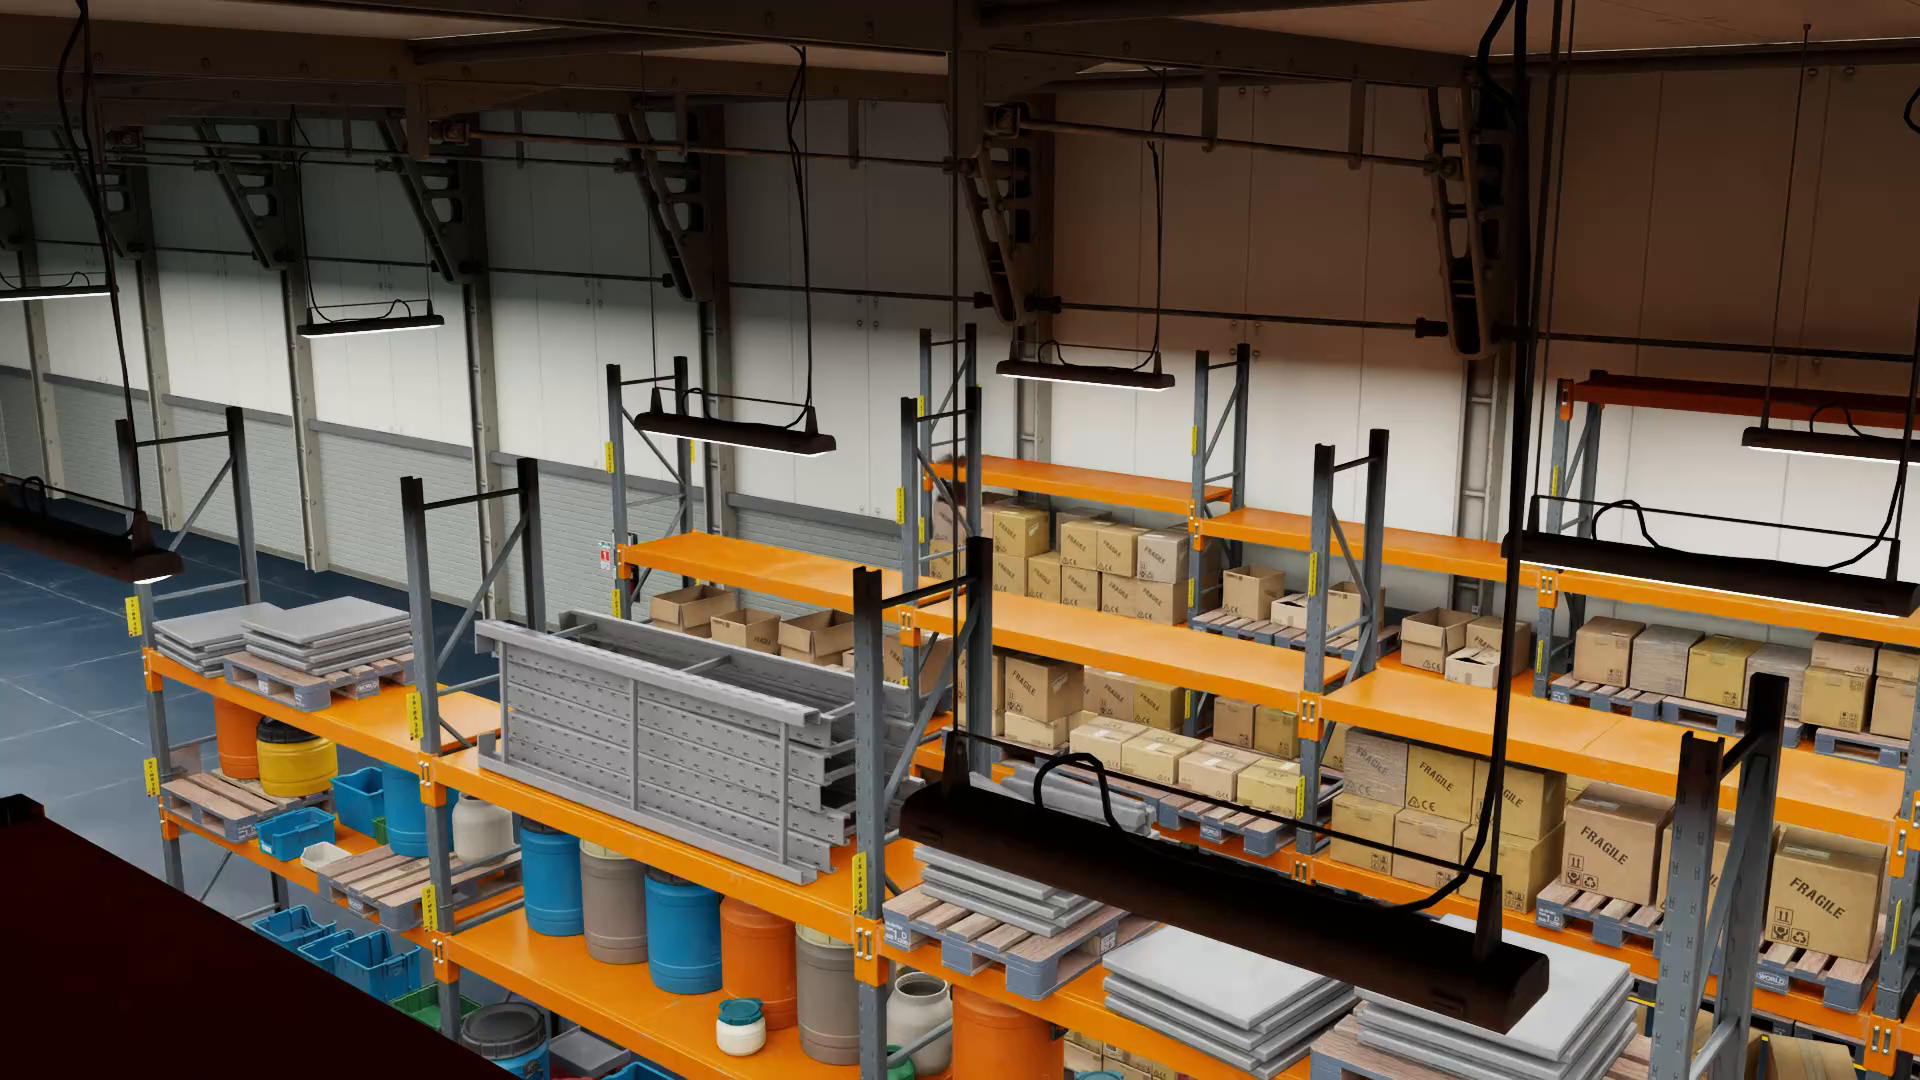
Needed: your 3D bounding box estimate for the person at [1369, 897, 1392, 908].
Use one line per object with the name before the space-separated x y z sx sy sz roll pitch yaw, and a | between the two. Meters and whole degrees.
person | 3.290 3.443 17.530 4.792 1.589 3.486 11 17 41
